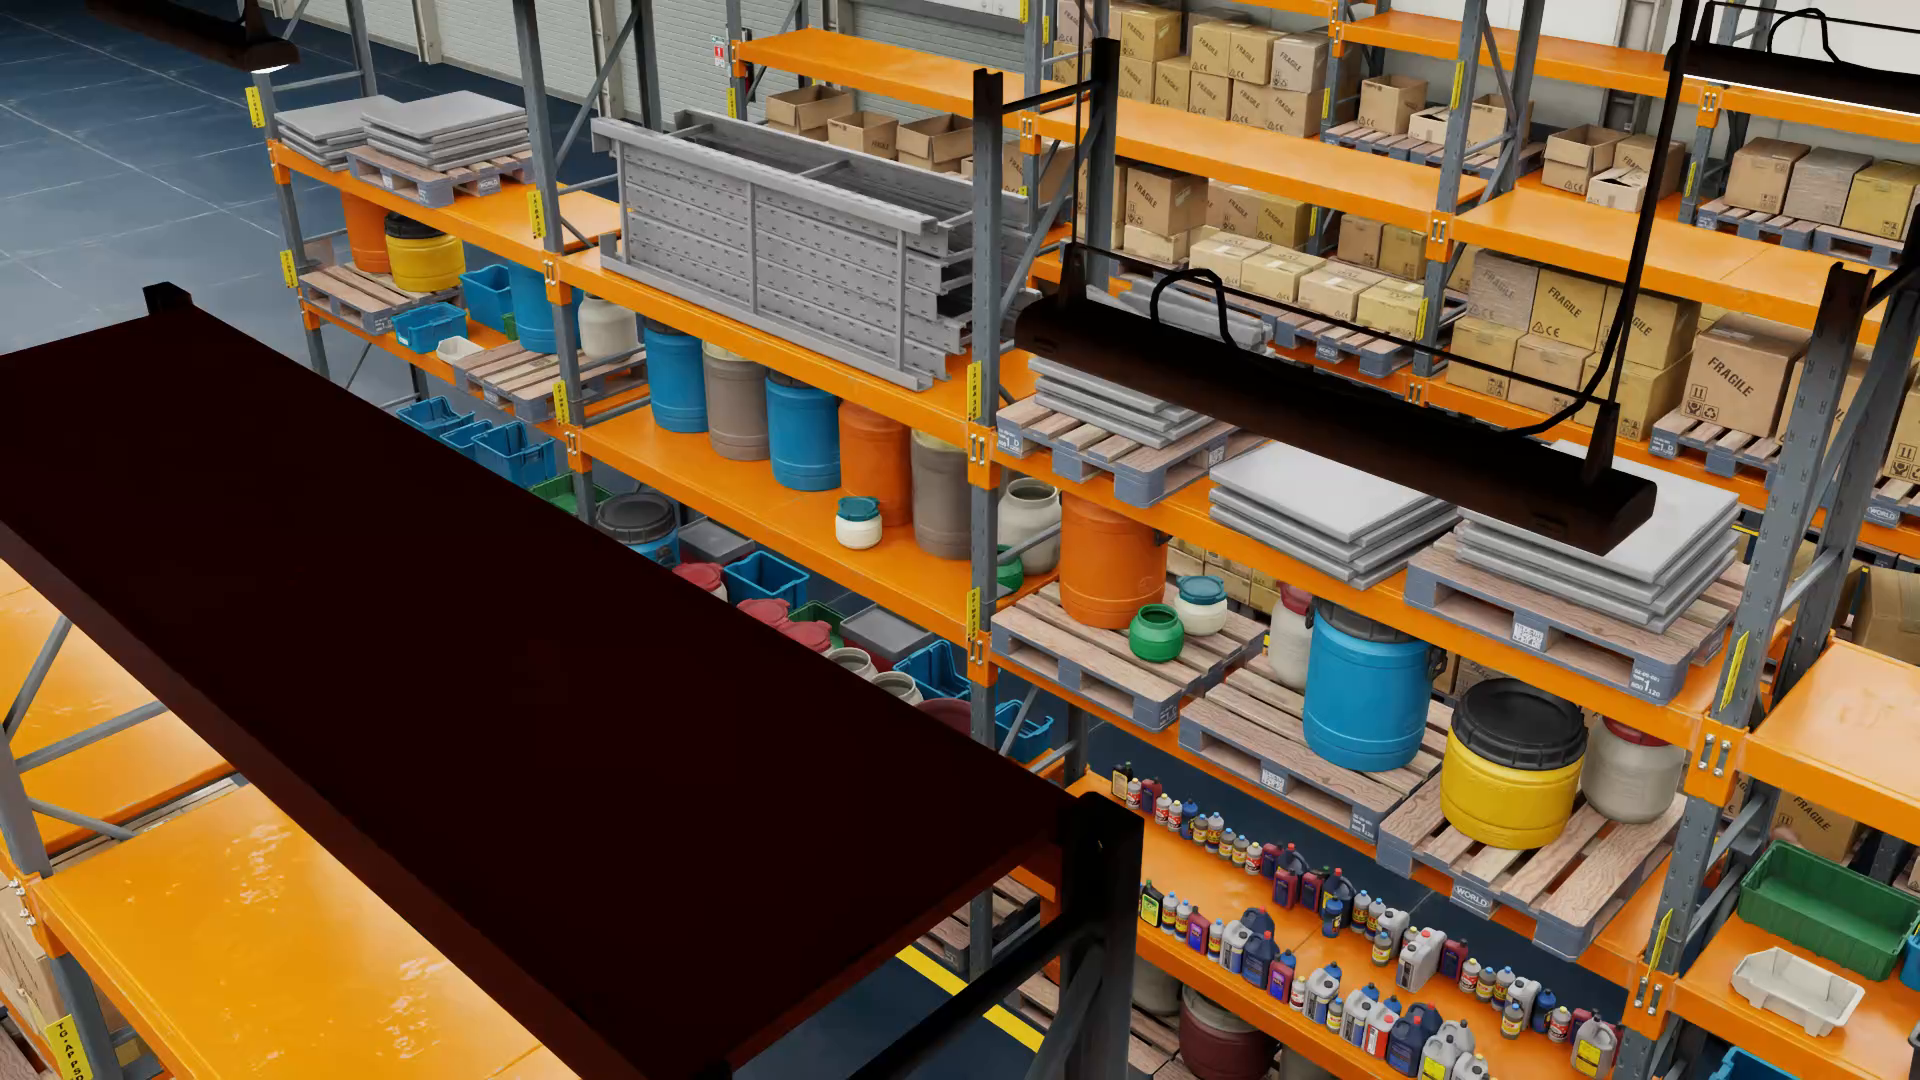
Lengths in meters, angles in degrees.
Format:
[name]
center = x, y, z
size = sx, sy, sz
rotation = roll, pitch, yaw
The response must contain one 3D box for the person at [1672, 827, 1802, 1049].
[person]
center = 4.797, 2.420, 10.191
size = 0.573, 1.724, 0.528
rotation = -7, 30, -12
